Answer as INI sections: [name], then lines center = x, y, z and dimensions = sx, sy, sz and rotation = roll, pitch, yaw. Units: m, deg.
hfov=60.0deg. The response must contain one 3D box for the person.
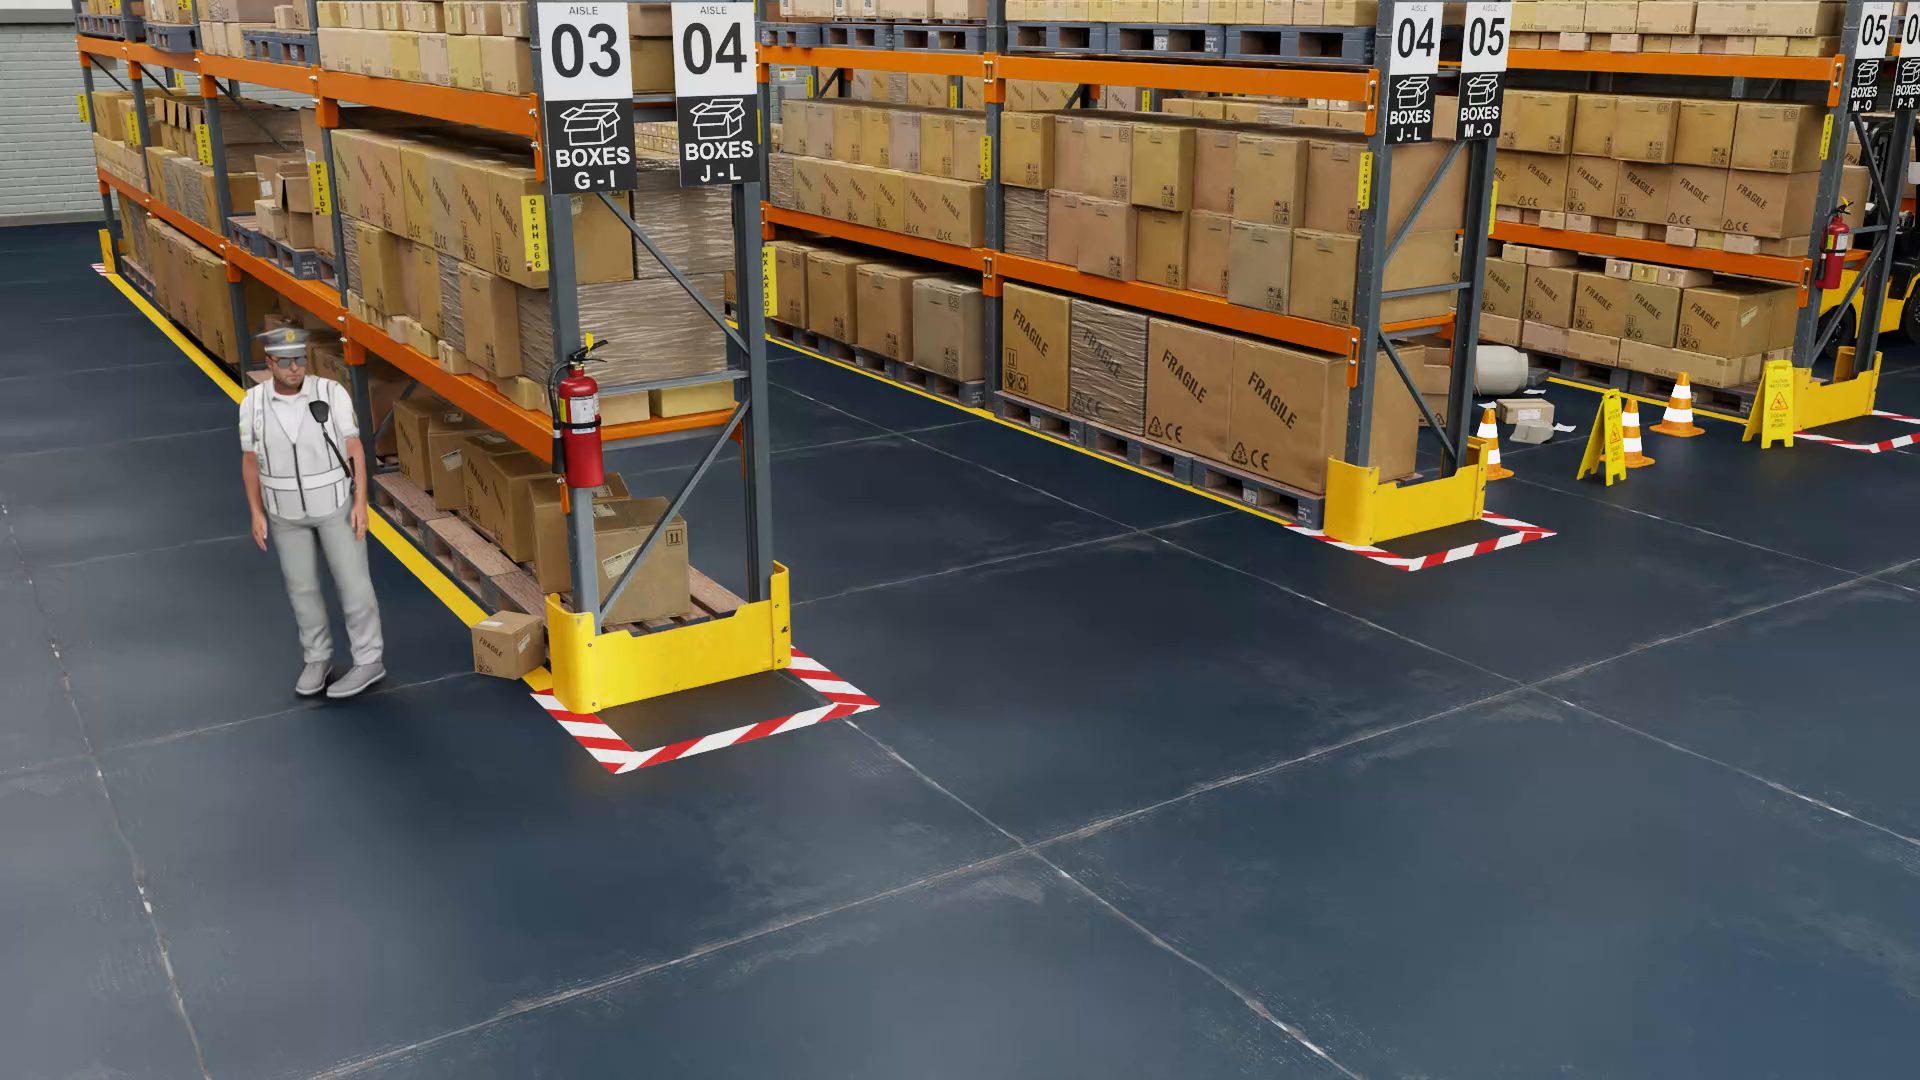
[person]
center = -3.102, -0.136, 7.907
dimensions = 0.556, 1.775, 0.498
rotation = -4, 18, -11
